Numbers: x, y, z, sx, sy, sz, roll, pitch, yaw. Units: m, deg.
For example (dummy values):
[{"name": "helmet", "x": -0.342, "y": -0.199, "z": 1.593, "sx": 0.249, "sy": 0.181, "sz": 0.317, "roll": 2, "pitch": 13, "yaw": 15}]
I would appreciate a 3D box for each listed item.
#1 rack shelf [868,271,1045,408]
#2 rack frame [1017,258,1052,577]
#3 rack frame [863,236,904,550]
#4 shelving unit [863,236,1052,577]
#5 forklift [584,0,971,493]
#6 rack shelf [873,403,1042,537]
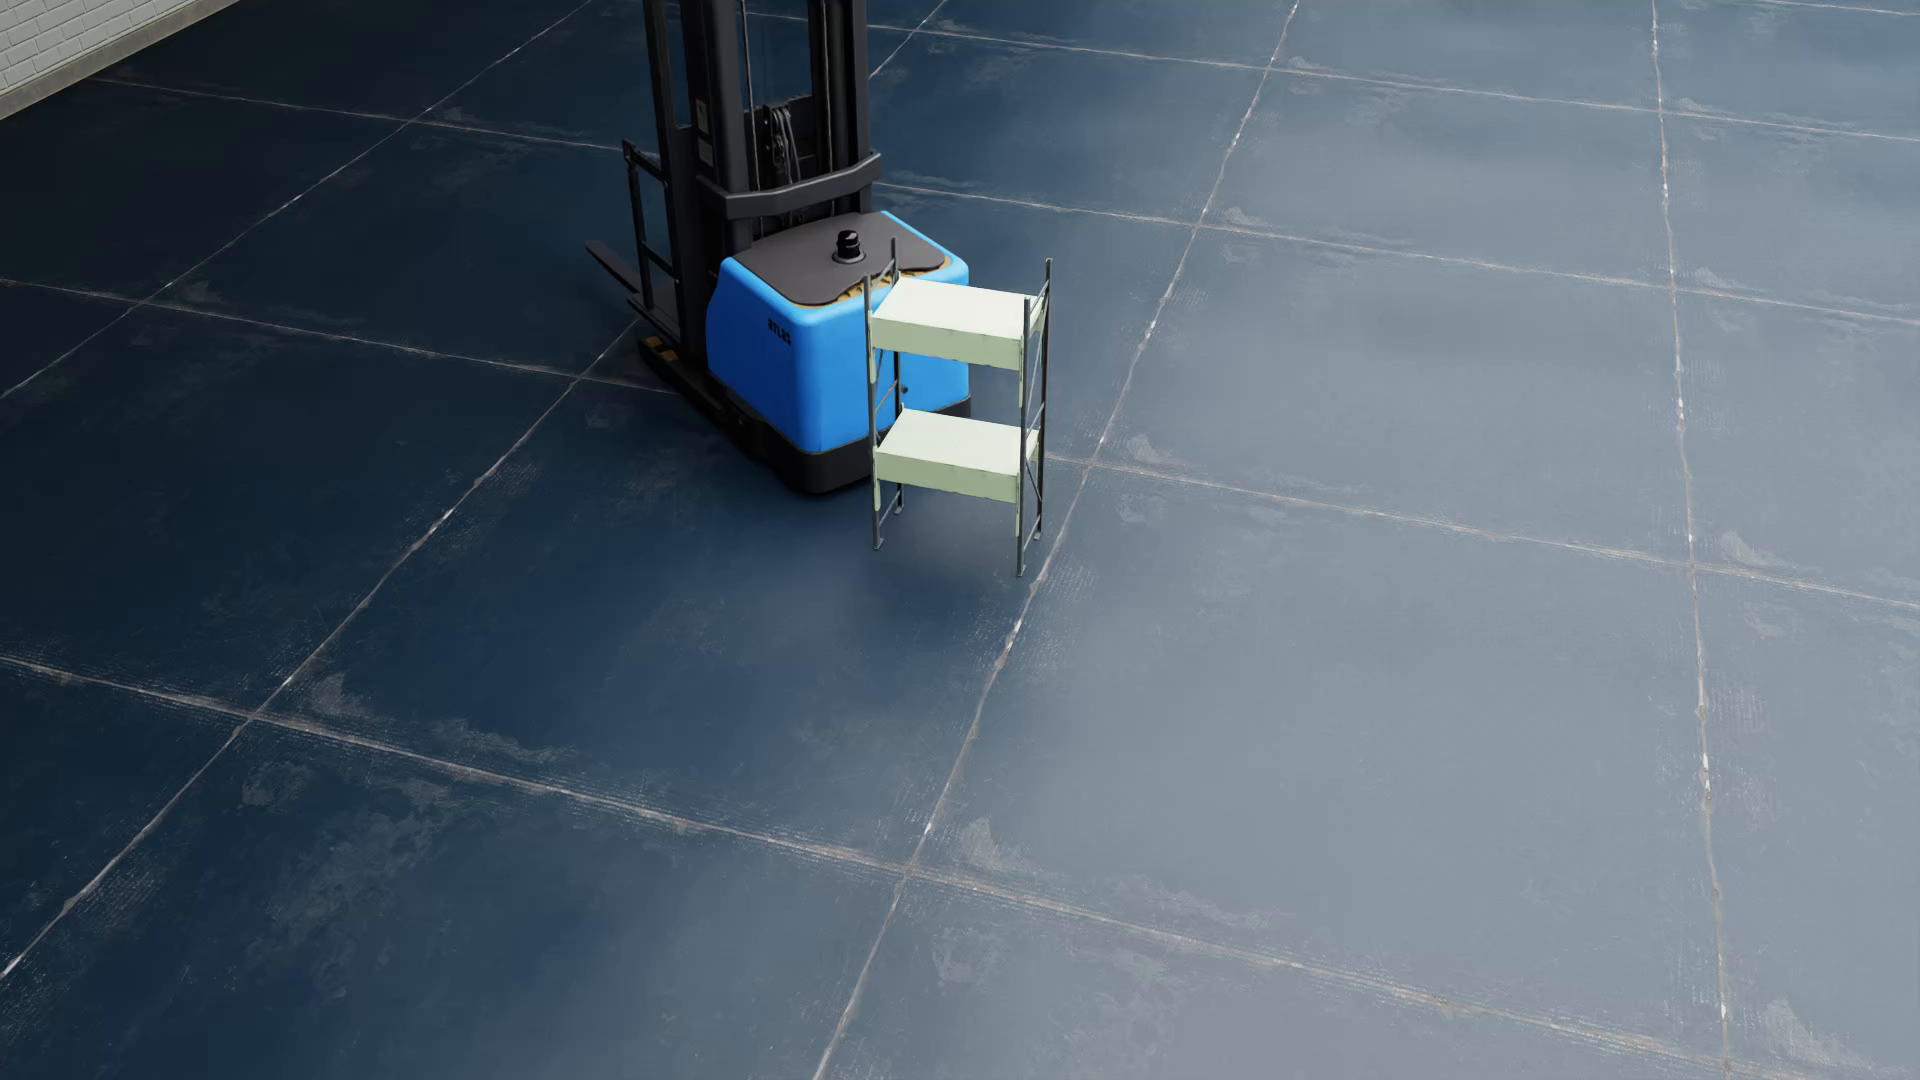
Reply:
[{"name": "rack shelf", "x": -0.006, "y": -0.919, "z": 7.576, "sx": 0.720, "sy": 0.370, "sz": 0.431, "roll": 10, "pitch": 38, "yaw": 14}, {"name": "rack frame", "x": 0.343, "y": -0.541, "z": 7.719, "sx": 0.023, "sy": 1.500, "sz": 0.400, "roll": 10, "pitch": 38, "yaw": 14}, {"name": "rack frame", "x": -0.356, "y": -0.670, "z": 7.895, "sx": 0.023, "sy": 1.500, "sz": 0.400, "roll": 10, "pitch": 38, "yaw": 14}, {"name": "shelving unit", "x": -0.006, "y": -0.605, "z": 7.807, "sx": 0.755, "sy": 1.500, "sz": 0.431, "roll": 10, "pitch": 38, "yaw": 14}, {"name": "forklift", "x": -1.203, "y": -2.247, "z": 8.830, "sx": 1.130, "sy": 2.935, "sz": 3.031, "roll": -23, "pitch": 42, "yaw": -28}, {"name": "rack shelf", "x": -0.006, "y": -0.343, "z": 8.000, "sx": 0.720, "sy": 0.370, "sz": 0.431, "roll": 10, "pitch": 38, "yaw": 14}]
